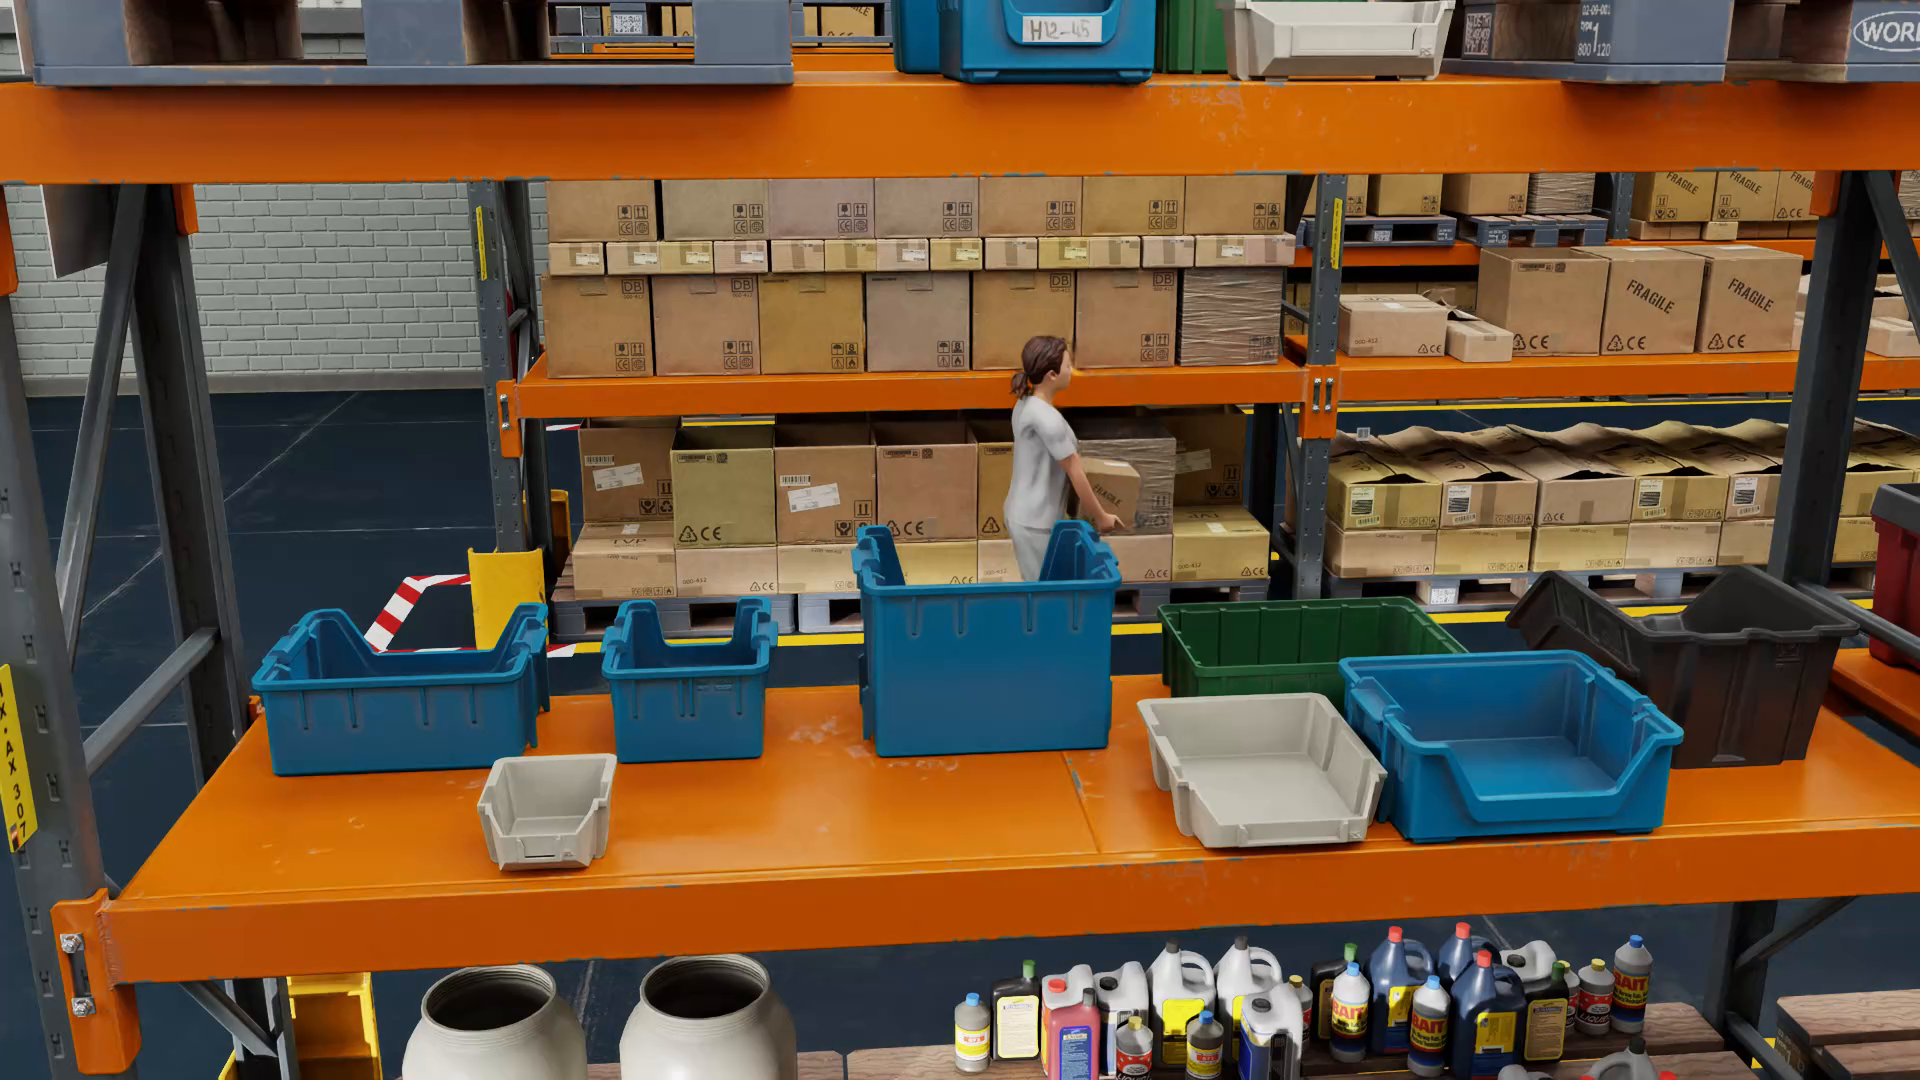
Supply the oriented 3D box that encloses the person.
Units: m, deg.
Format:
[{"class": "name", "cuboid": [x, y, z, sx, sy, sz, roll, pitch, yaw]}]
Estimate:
[{"class": "person", "cuboid": [0.443, -0.068, 7.293, 0.501, 1.668, 0.411, -2, 17, -8]}]
